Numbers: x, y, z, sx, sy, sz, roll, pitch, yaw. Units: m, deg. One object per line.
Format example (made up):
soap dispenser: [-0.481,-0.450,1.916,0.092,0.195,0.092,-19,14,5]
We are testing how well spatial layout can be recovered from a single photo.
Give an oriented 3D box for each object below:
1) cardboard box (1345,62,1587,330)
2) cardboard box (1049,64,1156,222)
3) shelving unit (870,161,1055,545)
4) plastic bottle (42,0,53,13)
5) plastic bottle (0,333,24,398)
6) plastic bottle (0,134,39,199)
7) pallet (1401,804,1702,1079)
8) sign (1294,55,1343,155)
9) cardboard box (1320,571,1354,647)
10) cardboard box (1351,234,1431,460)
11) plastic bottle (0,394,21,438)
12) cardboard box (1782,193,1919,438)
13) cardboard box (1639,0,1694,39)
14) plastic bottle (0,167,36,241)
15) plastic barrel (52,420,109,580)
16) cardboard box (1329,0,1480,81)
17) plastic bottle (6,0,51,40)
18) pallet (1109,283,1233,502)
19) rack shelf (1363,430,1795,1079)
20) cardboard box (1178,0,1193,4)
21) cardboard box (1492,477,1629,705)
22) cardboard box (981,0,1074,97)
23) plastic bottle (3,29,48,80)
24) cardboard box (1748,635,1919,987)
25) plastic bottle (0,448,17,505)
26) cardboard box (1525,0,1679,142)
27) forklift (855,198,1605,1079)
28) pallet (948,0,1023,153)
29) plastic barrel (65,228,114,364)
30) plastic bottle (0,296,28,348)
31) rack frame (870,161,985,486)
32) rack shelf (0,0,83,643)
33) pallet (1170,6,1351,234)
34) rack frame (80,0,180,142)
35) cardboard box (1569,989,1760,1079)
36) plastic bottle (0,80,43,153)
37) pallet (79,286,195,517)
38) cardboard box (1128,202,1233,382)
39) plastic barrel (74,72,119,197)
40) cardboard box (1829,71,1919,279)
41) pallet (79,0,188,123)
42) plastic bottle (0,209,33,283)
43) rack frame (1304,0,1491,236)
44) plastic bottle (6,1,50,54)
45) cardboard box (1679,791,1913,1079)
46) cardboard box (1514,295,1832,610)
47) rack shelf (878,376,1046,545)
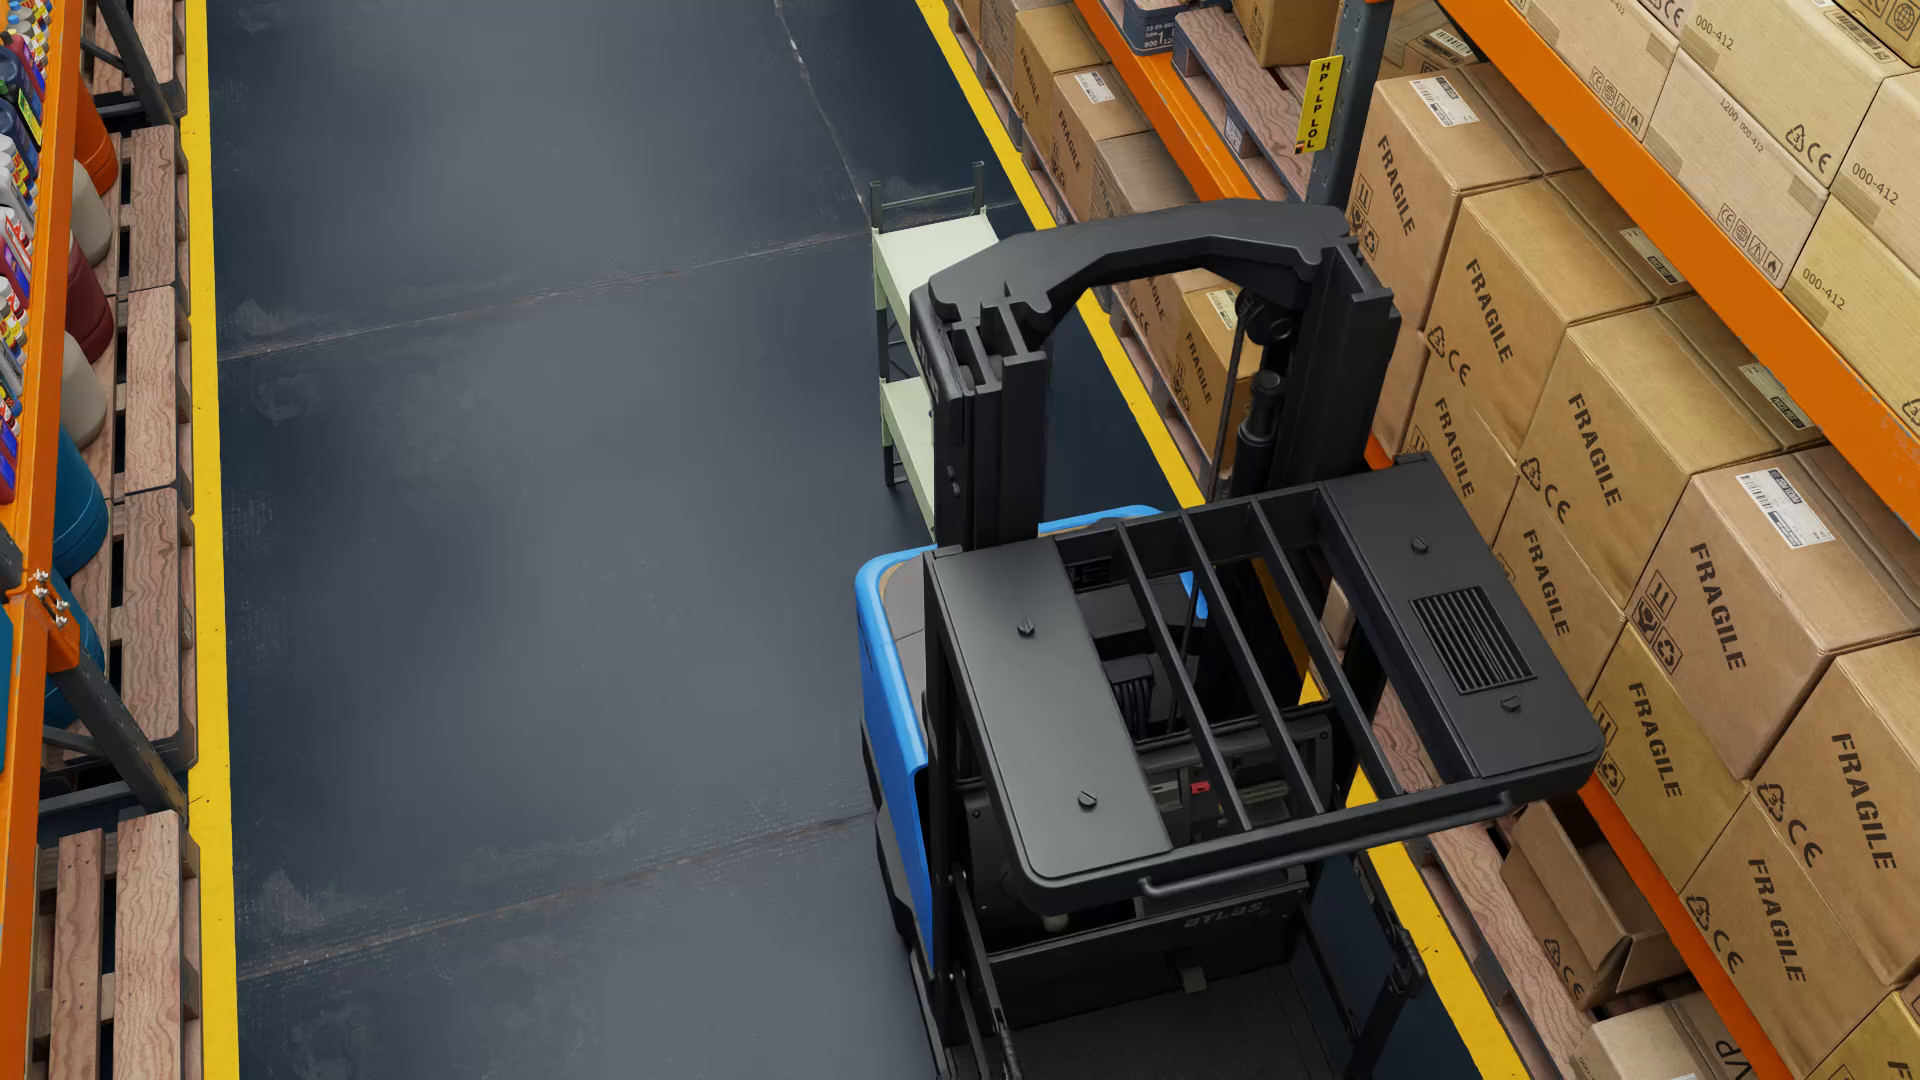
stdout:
cardboard box: [1.455,-0.980,4.685,0.500,0.500,0.500,-12,51,-10]
cardboard box: [0.726,-1.765,7.413,0.500,0.500,0.500,-15,51,-12]
shelving unit: [-0.002,-0.488,5.970,0.431,1.500,0.755,-13,51,-11]
plastic bottle: [-3.662,-2.198,6.515,0.097,0.271,0.097,0,50,0]
plastic bottle: [-3.030,-0.568,5.138,0.152,0.276,0.135,-13,51,-11]
plastic bottle: [-3.301,-1.307,5.763,0.097,0.271,0.097,0,50,0]
pallet: [2.151,1.260,5.340,1.003,0.211,1.213,-13,51,-11]
sign: [1.055,-1.279,4.898,0.100,0.325,0.005,-13,51,-11]
cardboard box: [1.502,0.047,6.009,0.500,0.311,0.500,-13,51,-11]
cardboard box: [1.475,-0.632,5.045,0.500,0.500,0.500,-12,51,-10]
plastic bottle: [-2.941,-0.394,5.040,0.097,0.201,0.097,0,50,0]
cardboard box: [1.933,-0.445,3.089,0.500,0.250,0.500,-13,51,-11]
cardboard box: [1.640,-1.337,3.514,0.500,0.250,0.500,-13,51,-11]
plastic bottle: [-3.264,-1.146,5.625,0.152,0.276,0.135,-13,51,-11]
plastic barrel: [-3.503,-0.294,5.923,0.600,0.901,0.708,-13,51,-11]
cardboard box: [1.658,-1.598,5.585,0.700,0.500,0.500,-30,56,-23]
plastic bottle: [-3.604,-2.056,6.395,0.097,0.271,0.097,0,50,0]
pallet: [1.308,-0.720,7.009,1.003,0.211,1.213,-13,51,-11]
rack shelf: [2.176,0.659,4.493,1.077,0.370,4.000,-13,51,-11]
cardboard box: [1.003,-2.477,6.326,0.700,0.500,0.500,-25,54,-20]
cardboard box: [1.775,0.107,4.422,0.500,0.500,0.500,-14,51,-11]
cardboard box: [0.423,-2.513,8.043,0.500,0.500,0.500,-15,51,-12]
plastic bottle: [-3.518,-1.820,6.242,0.097,0.201,0.097,0,50,0]
cardboard box: [2.065,0.524,3.416,0.500,0.500,0.500,-12,51,-10]
plastic bottle: [-2.849,-0.243,4.859,0.061,0.283,0.133,-13,51,-11]
cardboard box: [1.636,-1.175,3.704,0.500,0.250,0.500,-13,51,-11]
forklift: [0.528,0.807,3.943,1.130,2.935,3.031,-11,51,-9]
pallet: [0.586,-2.502,8.511,1.003,0.211,1.213,-13,51,-11]
plastic barrel: [-3.837,-1.018,6.738,0.600,0.588,0.708,-13,51,-11]
plastic bottle: [-3.067,-0.706,5.303,0.097,0.201,0.097,0,50,0]
rack frame: [-0.110,-0.756,6.196,0.400,1.500,0.023,-13,51,-11]
rack shelf: [-3.740,-1.145,6.014,1.077,0.370,4.000,-13,51,-11]
pallet: [1.452,-1.580,6.035,1.003,0.211,1.213,-13,51,-11]
rack frame: [-4.331,-2.838,6.970,1.000,3.000,0.127,-13,51,-11]
cardboard box: [2.119,1.590,4.748,0.500,0.250,0.500,-13,51,-11]
plastic bottle: [-3.372,-1.534,5.947,0.061,0.283,0.133,-13,51,-11]
pallet: [-3.701,-0.483,6.809,1.003,0.211,1.213,-13,51,-11]
cardboard box: [1.026,-1.028,6.792,0.500,0.500,0.500,-13,51,-11]
plastic barrel: [-4.171,-1.920,7.341,0.600,0.830,0.708,-13,51,-11]
cardboard box: [1.925,-0.604,2.896,0.500,0.250,0.500,-13,51,-11]
pallet: [-4.524,-2.514,8.521,1.003,0.211,1.213,-13,51,-11]
plastic bottle: [-3.195,-0.977,5.482,0.152,0.276,0.135,-13,51,-11]
rack frame: [1.584,-1.033,5.449,1.000,3.000,0.127,-13,51,-11]
plastic bottle: [-3.575,-1.962,6.362,0.097,0.201,0.097,0,50,0]
cardboard box: [2.076,0.846,3.799,0.500,0.500,0.500,-13,51,-11]
cardboard box: [1.759,-0.228,4.051,0.500,0.500,0.500,-15,51,-12]
rack shelf: [-0.002,-0.278,6.220,0.431,0.370,0.720,-13,51,-11]
